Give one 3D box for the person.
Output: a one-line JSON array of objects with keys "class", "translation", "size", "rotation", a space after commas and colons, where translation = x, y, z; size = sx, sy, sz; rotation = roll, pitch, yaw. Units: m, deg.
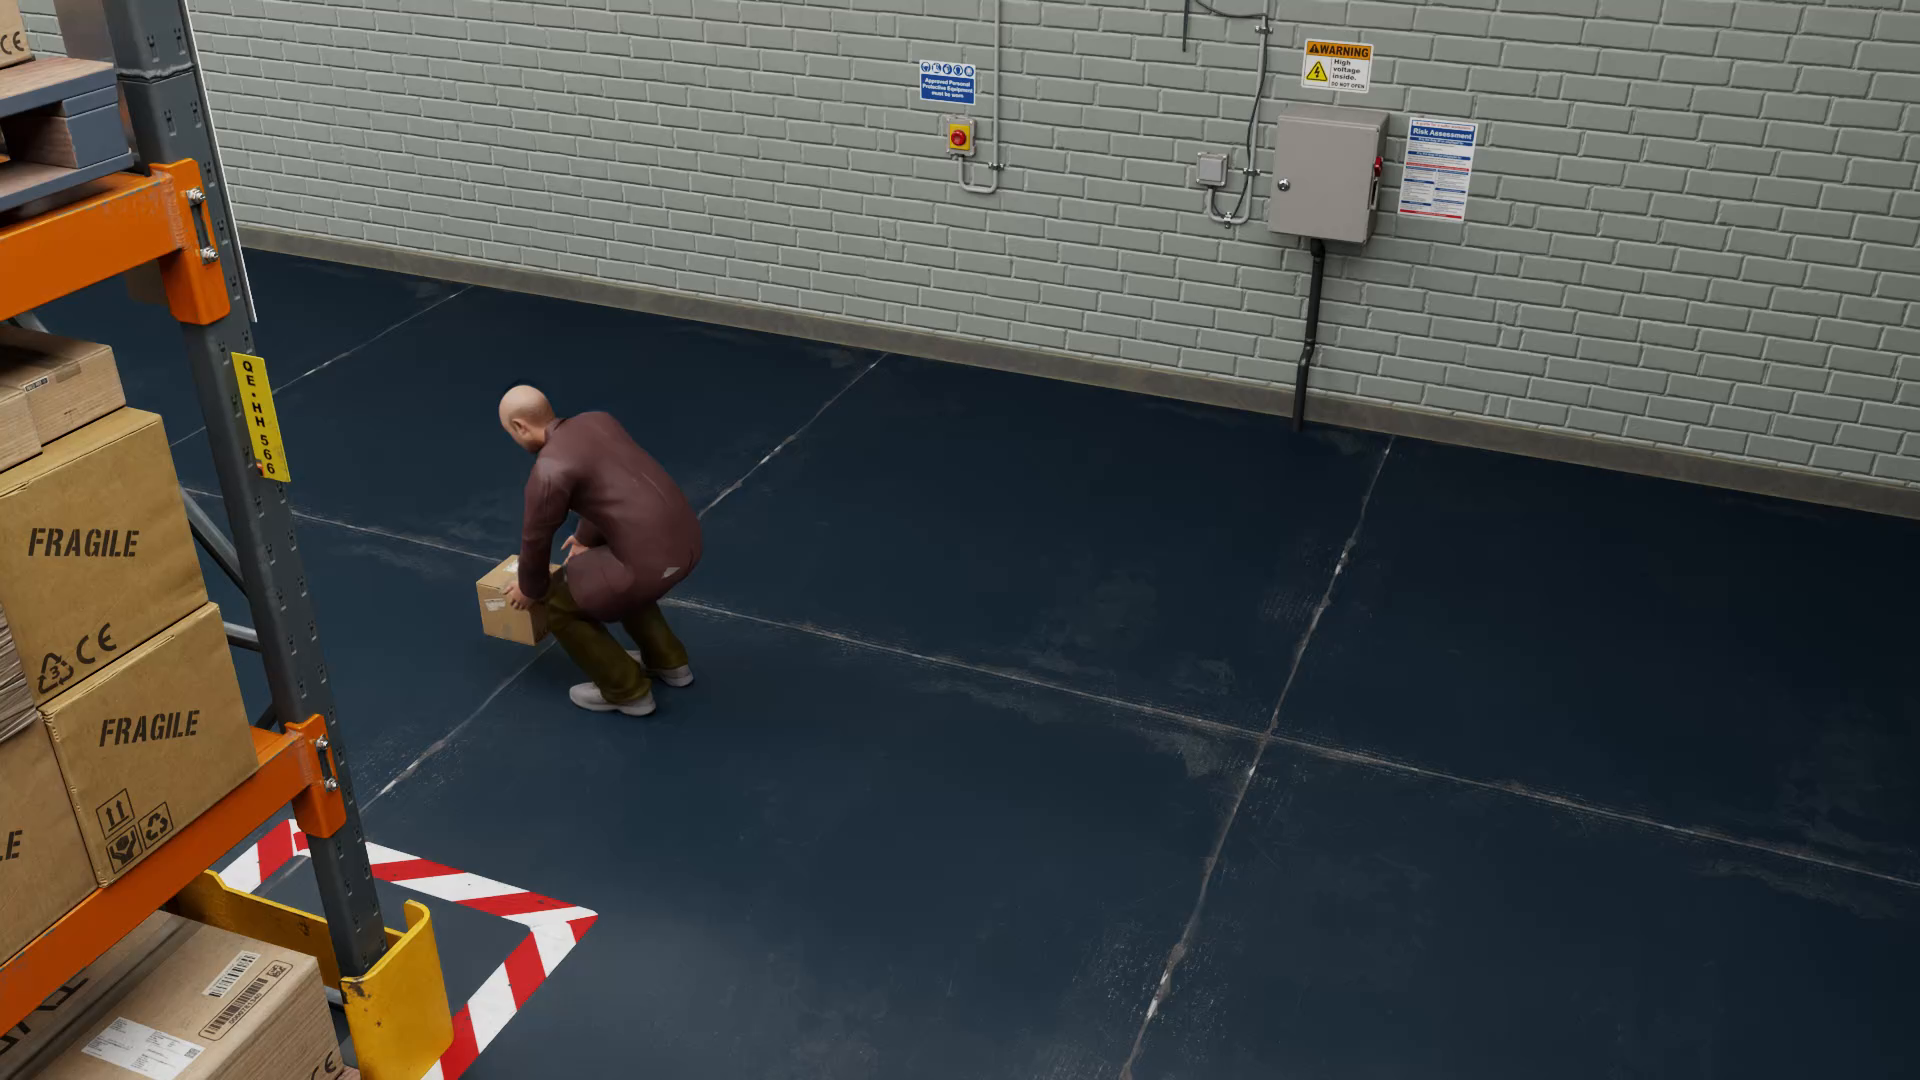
[{"class": "person", "translation": [-1.388, 0.054, 6.515], "size": [0.763, 1.322, 0.633], "rotation": [11, 31, 19]}]
